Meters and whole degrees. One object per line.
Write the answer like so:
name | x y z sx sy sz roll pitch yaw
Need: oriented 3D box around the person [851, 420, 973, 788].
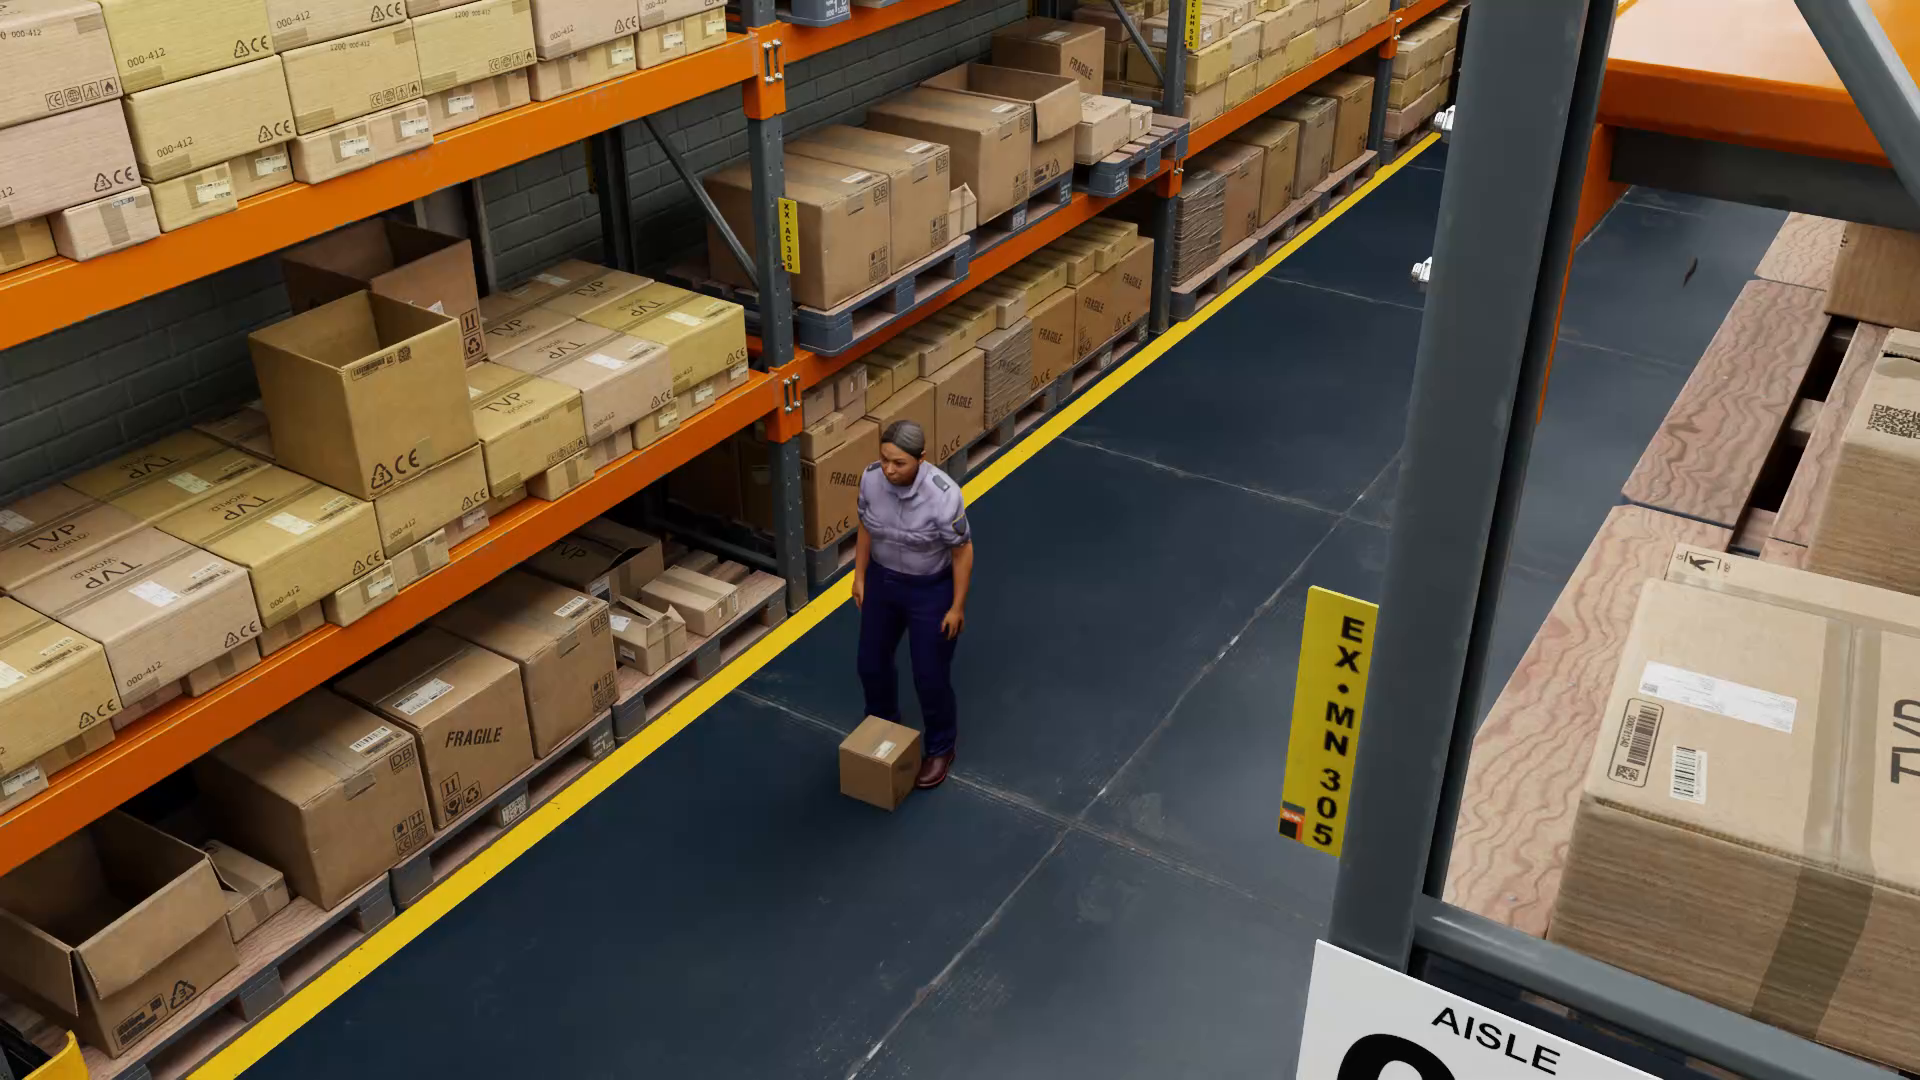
person | -0.214 0.221 6.768 0.539 1.650 0.366 16 34 25
